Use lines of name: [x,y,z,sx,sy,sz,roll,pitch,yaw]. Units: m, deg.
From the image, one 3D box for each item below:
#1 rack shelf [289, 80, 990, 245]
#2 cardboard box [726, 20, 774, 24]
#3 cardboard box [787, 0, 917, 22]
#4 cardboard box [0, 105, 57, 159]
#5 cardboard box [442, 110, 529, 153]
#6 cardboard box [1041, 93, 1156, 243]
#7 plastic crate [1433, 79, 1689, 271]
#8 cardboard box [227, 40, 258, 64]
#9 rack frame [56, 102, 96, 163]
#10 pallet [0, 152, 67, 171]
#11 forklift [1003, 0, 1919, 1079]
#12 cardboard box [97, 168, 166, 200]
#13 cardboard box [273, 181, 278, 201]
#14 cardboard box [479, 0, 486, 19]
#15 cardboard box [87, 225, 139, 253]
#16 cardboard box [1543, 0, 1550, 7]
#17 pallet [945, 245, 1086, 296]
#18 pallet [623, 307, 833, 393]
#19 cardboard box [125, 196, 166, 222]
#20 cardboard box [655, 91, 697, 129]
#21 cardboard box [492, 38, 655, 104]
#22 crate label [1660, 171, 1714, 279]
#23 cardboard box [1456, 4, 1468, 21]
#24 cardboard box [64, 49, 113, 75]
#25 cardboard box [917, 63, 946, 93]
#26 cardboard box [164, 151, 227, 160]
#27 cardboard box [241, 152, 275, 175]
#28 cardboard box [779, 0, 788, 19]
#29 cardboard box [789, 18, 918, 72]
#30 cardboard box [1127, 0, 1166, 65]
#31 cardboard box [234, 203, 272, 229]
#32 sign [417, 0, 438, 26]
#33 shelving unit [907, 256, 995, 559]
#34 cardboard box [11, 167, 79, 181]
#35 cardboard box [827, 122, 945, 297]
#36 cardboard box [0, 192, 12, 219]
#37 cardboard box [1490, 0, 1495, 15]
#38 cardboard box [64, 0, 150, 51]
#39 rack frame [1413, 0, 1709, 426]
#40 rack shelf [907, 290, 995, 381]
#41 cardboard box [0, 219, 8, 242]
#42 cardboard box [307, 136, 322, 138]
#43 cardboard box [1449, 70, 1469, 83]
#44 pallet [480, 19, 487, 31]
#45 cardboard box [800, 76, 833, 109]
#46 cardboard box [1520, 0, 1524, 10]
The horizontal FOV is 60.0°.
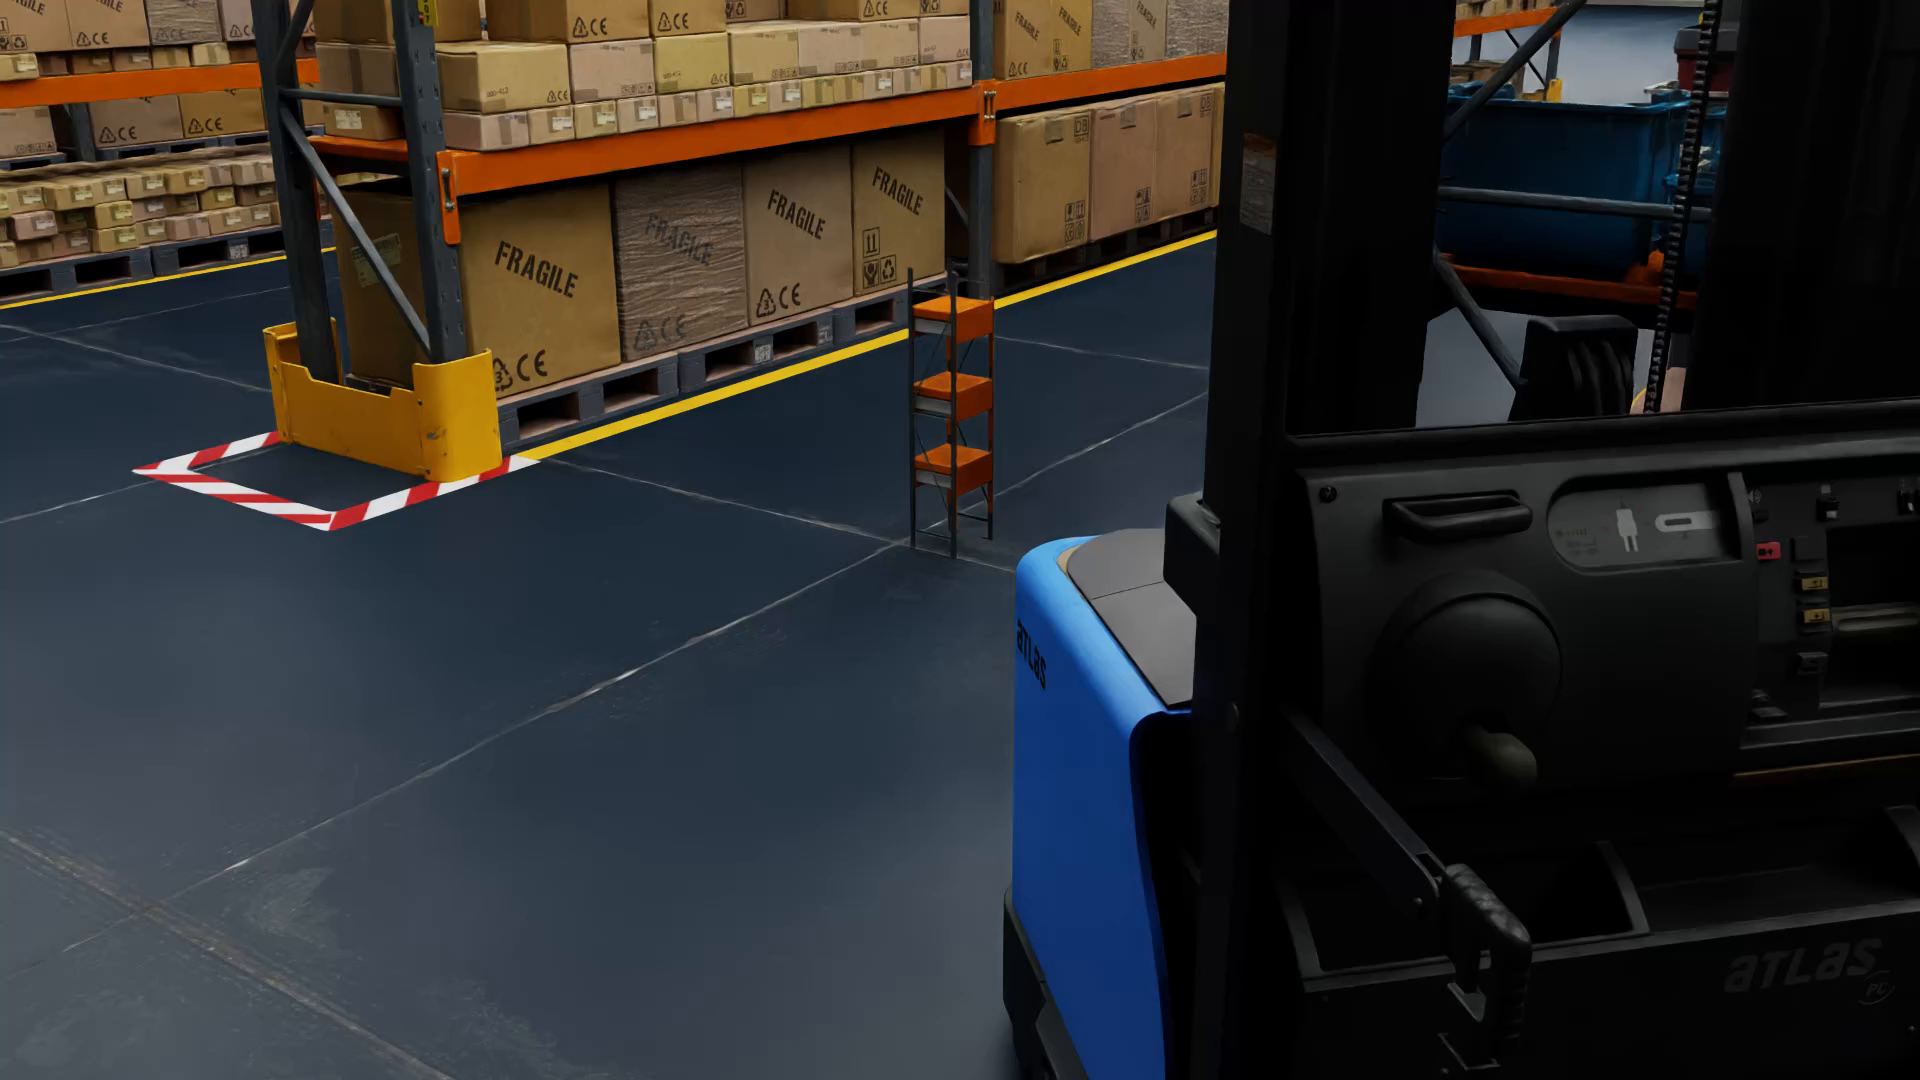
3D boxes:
rack shelf: [-1.380,-2.041,8.496,1.077,0.370,4.000,13,24,32]
cardboard box: [-1.306,-2.646,8.882,0.500,0.250,0.500,14,24,33]
cardboard box: [-0.578,-3.046,8.883,0.500,0.500,0.500,14,24,32]
cardboard box: [-8.893,-3.721,15.088,0.875,0.438,0.875,13,24,31]
cardboard box: [-2.031,-1.724,6.965,0.380,0.149,0.250,14,24,32]
cardboard box: [0.590,-2.597,11.419,1.225,0.875,0.875,12,24,30]
plastic crate: [1.626,-1.016,4.550,0.616,0.435,0.499,13,24,32]
cardboard box: [-5.002,-3.327,11.299,0.380,0.149,0.250,13,24,31]
rack frame: [-8.451,-4.885,15.147,1.000,3.000,0.127,13,24,32]
pallet: [-8.943,-3.374,15.082,1.003,0.211,1.213,13,24,32]
forklift: [0.897,0.096,1.781,1.130,2.935,3.031,-4,21,-11]
cardboard box: [-5.436,-2.339,10.910,0.380,0.149,0.250,14,25,34]
cardboard box: [-4.842,-2.505,11.790,0.380,0.149,0.250,14,24,33]
cardboard box: [-3.699,-4.051,12.650,0.380,0.149,0.250,12,23,29]
cardboard box: [-5.542,-1.964,10.755,0.380,0.149,0.250,14,24,32]
cardboard box: [6.501,-6.155,18.944,0.380,0.149,0.250,13,24,32]
pallet: [0.116,-1.880,11.044,1.003,0.211,1.213,13,24,32]
pallet: [-1.433,-1.090,8.907,1.003,0.211,1.213,13,24,32]
cardboard box: [-5.473,-2.203,10.971,0.380,0.149,0.250,12,23,29]
cardboard box: [-1.455,-2.019,7.763,0.380,0.149,0.250,13,24,31]
cardboard box: [-1.724,-2.109,7.431,0.500,0.250,0.500,13,24,31]
crate label: [2.003,-0.795,4.245,0.416,0.233,0.303,13,24,32]
cardboard box: [4.763,-5.202,16.367,0.380,0.149,0.250,13,24,32]
cardboard box: [-5.587,-3.034,10.506,0.380,0.149,0.250,13,24,31]
cardboard box: [-0.301,-2.609,9.356,0.380,0.149,0.250,14,24,33]
cardboard box: [-5.394,-2.649,11.748,0.380,0.149,0.250,12,24,30]
cardboard box: [-4.816,-2.626,11.686,0.380,0.149,0.250,12,23,29]
cardboard box: [-1.019,-3.146,9.152,0.500,0.500,0.500,13,24,32]
cardboard box: [-0.575,-2.695,9.013,0.500,0.250,0.500,14,25,33]
cardboard box: [1.060,-3.520,11.312,0.500,0.500,0.500,14,24,33]
cardboard box: [-5.023,-2.271,11.584,0.380,0.149,0.250,14,24,33]
sign: [-2.048,-2.138,6.358,0.100,0.325,0.005,13,24,32]
shelving unit: [-0.030,-0.477,6.041,0.215,1.050,0.252,13,24,32]
cardboard box: [-6.034,-2.363,10.976,0.380,0.149,0.250,12,24,30]
cardboard box: [-0.692,-1.979,9.748,0.875,0.875,0.875,13,24,32]
cardboard box: [-5.974,-2.024,10.059,0.380,0.149,0.250,12,23,29]
cardboard box: [5.294,-5.496,17.162,0.380,0.149,0.250,13,24,32]
cardboard box: [-5.503,-3.359,10.449,0.500,0.500,0.500,14,24,33]
rack frame: [1.592,-0.839,4.208,1.000,3.000,0.127,13,24,32]
rack shelf: [-0.030,-0.733,5.947,0.215,0.259,0.240,13,24,32]
cardboard box: [-6.042,-1.900,10.154,0.380,0.149,0.250,14,25,34]
cardboard box: [-4.869,-2.961,12.594,0.380,0.149,0.250,15,25,34]
cardboard box: [5.100,-4.738,17.749,0.500,0.500,0.500,11,23,27]
pallet: [-3.751,-4.049,13.165,1.003,0.211,1.213,13,24,32]
cardboard box: [-0.878,-2.314,8.560,0.380,0.149,0.250,13,24,31]
cardboard box: [5.934,-5.870,18.172,0.380,0.149,0.250,13,24,32]
